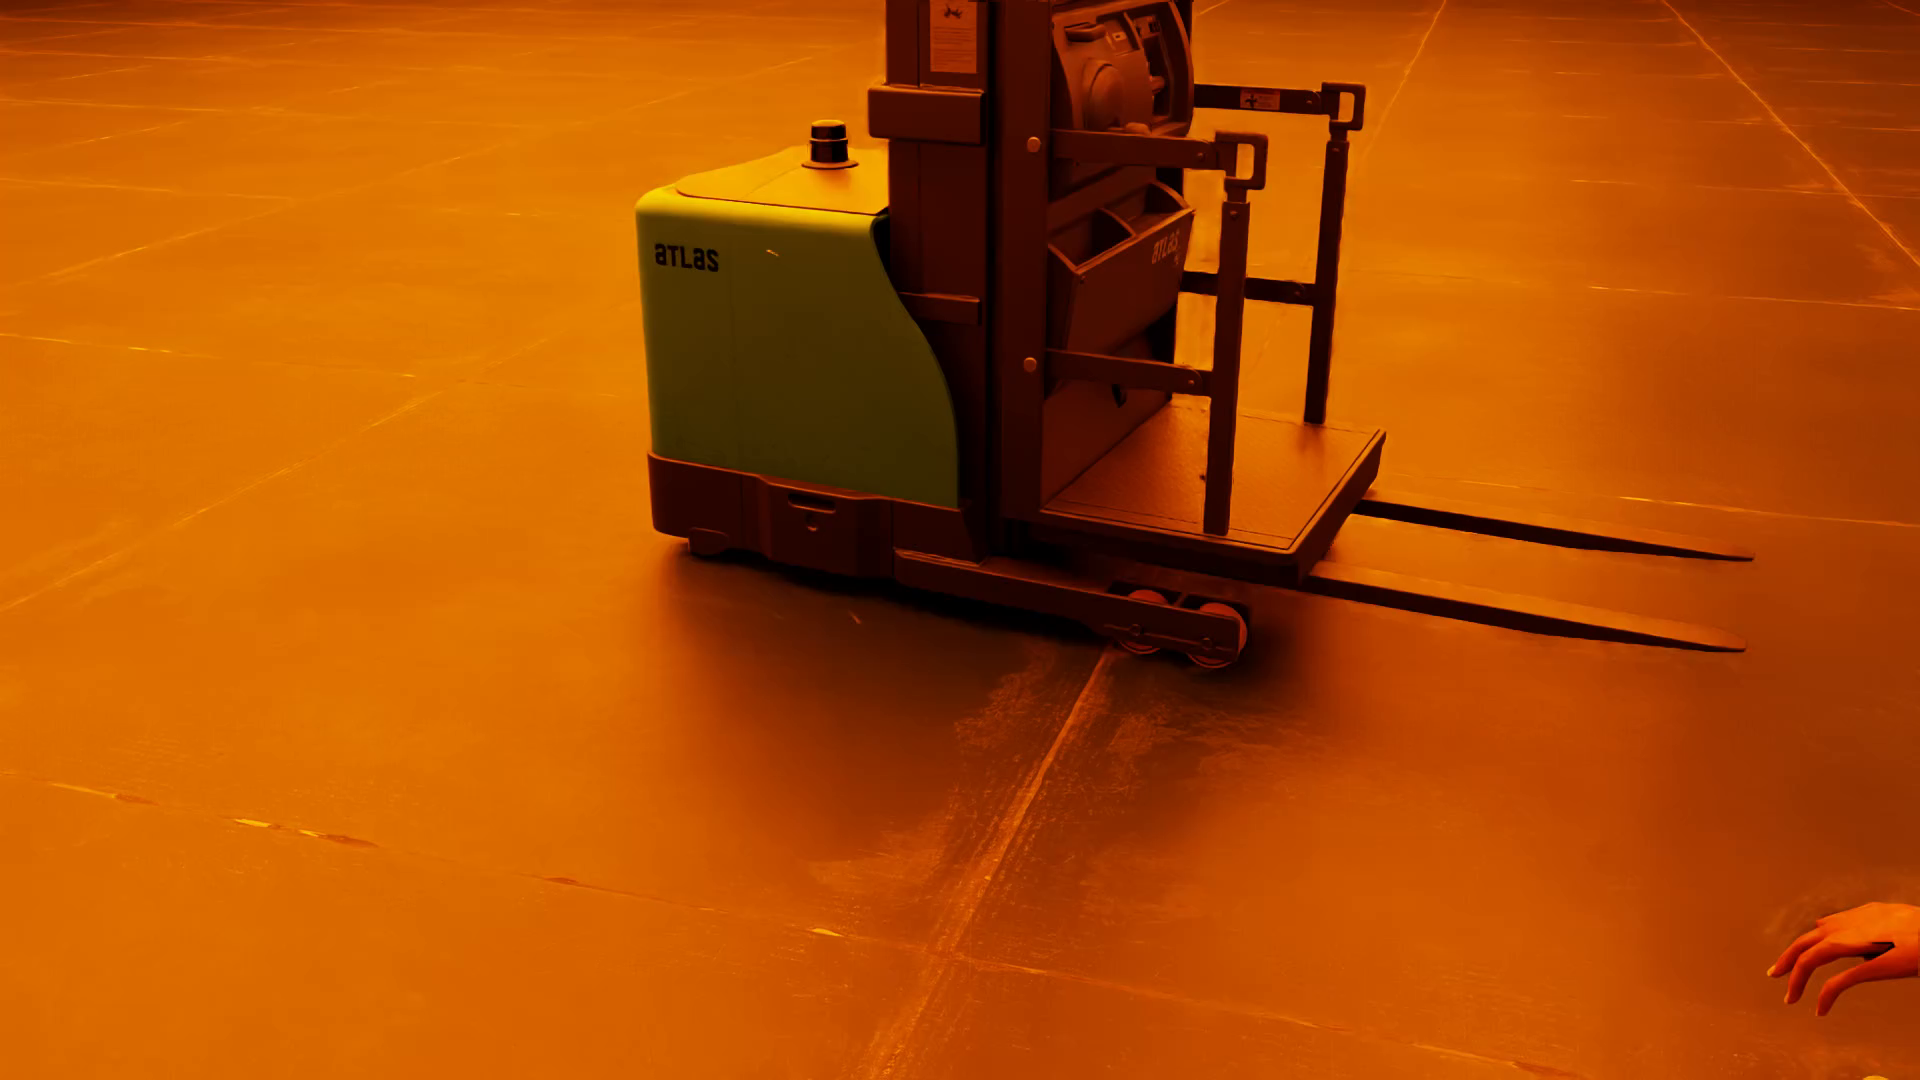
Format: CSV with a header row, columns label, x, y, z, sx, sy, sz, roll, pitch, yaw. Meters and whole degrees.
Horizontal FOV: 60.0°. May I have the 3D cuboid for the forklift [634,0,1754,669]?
label,x,y,z,sx,sy,sz,roll,pitch,yaw
forklift,0.622,-1.253,4.314,3.031,2.935,1.130,10,25,23

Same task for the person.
label,x,y,z,sx,sy,sz,roll,pitch,yaw
person,1.437,0.484,1.923,1.028,1.614,0.929,-16,27,-33
